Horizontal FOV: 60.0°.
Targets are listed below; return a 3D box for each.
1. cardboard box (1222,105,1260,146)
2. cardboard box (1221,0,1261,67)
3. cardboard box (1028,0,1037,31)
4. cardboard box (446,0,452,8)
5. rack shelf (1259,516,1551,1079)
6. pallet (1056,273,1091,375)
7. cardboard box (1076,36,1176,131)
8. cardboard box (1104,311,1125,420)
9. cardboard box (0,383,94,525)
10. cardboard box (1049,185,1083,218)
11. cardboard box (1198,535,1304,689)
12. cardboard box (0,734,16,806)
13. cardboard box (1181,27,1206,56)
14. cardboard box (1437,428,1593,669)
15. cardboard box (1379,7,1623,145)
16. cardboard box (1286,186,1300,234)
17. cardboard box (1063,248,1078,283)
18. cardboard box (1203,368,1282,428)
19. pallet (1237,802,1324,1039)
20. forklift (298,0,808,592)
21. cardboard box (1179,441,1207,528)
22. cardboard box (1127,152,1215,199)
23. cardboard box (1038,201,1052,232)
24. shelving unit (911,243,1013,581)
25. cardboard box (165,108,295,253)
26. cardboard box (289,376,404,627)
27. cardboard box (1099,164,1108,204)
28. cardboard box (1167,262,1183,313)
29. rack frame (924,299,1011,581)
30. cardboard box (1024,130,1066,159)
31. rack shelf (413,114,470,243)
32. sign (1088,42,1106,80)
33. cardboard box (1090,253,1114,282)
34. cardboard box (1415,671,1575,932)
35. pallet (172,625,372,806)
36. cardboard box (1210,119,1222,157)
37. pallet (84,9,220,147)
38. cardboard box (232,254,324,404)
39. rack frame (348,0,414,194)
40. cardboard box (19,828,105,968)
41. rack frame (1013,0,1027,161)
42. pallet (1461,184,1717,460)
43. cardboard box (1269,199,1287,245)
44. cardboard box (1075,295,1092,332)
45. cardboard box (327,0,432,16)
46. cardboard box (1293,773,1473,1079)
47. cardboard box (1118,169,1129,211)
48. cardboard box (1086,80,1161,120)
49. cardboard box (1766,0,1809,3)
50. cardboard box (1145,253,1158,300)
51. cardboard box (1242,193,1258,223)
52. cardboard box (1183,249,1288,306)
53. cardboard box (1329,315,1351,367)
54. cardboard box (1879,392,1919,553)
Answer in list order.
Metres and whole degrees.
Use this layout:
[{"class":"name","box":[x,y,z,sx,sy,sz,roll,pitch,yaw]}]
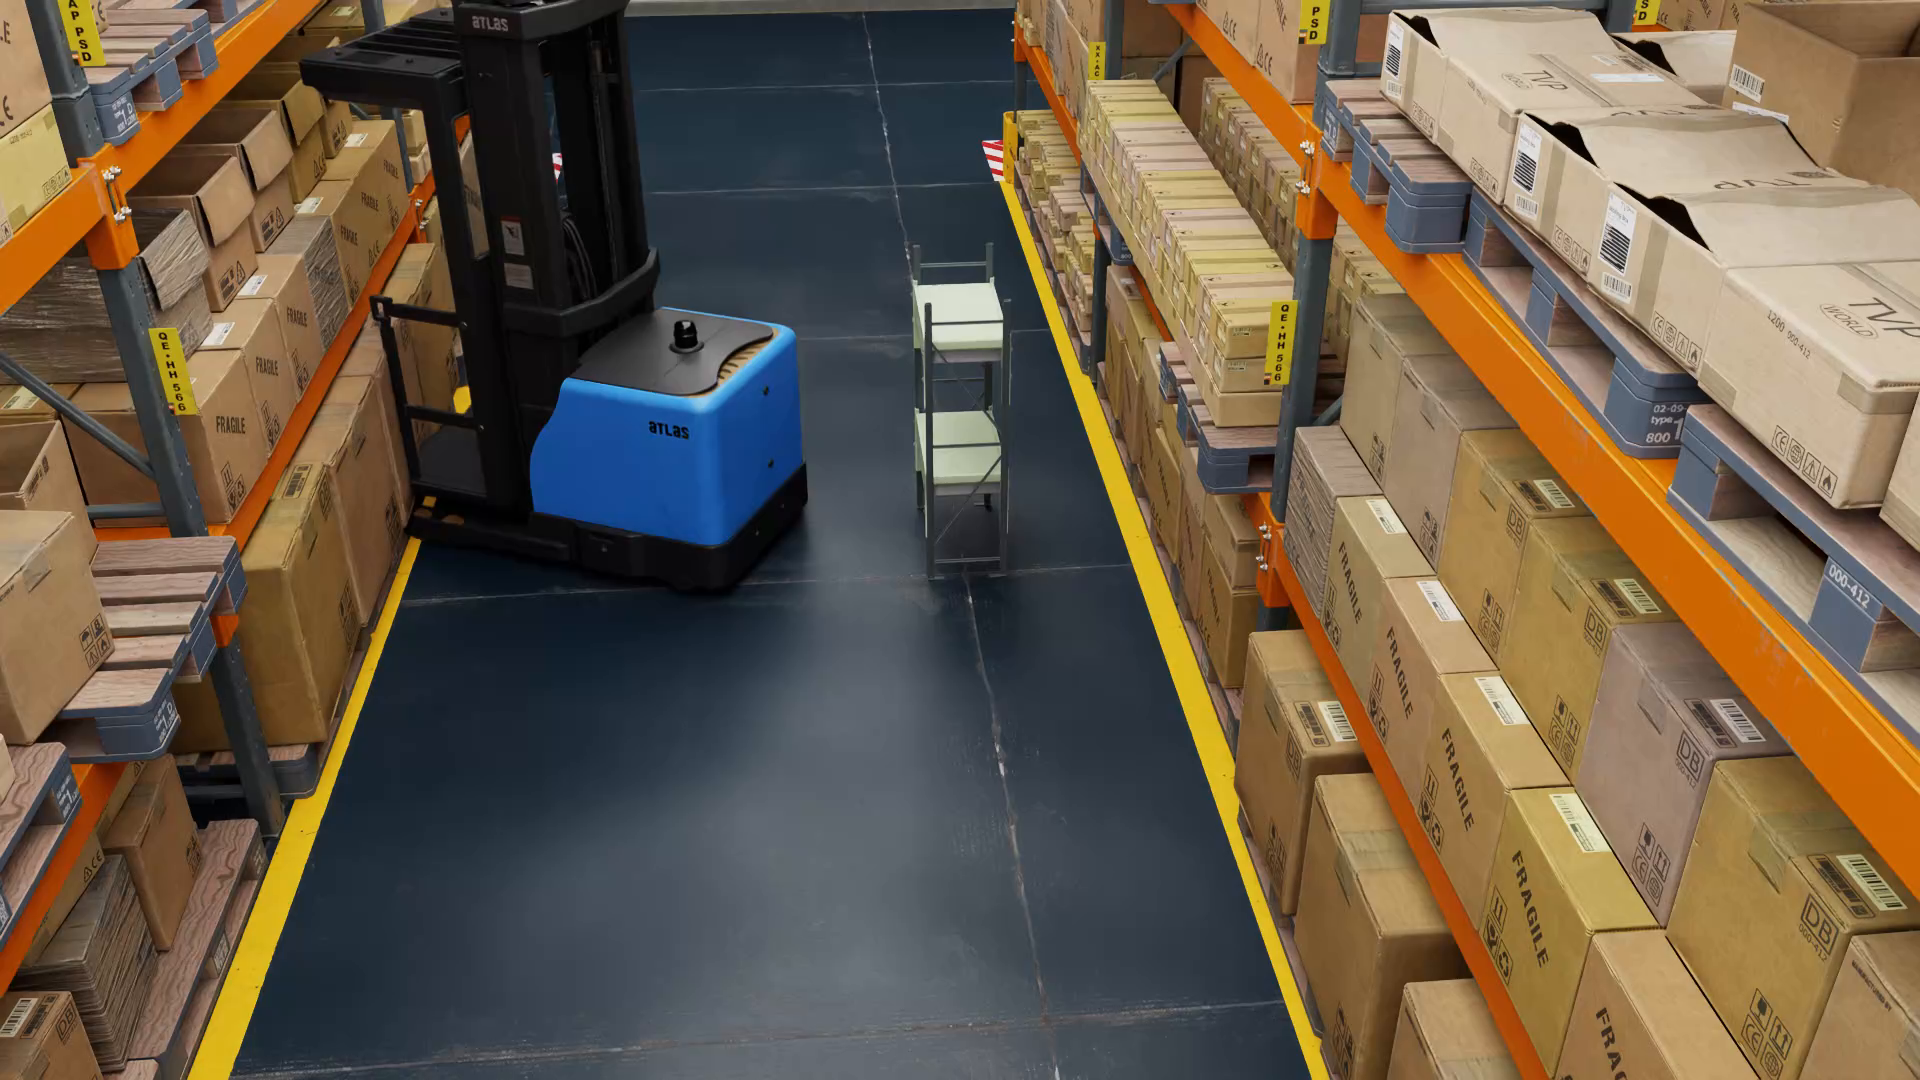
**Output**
[{"class":"cardboard box","box":[1.596,-2.177,8.725,0.380,0.149,0.250,-4,31,-6]},{"class":"cardboard box","box":[1.324,-2.137,6.379,0.500,0.500,0.500,-3,31,-5]},{"class":"cardboard box","box":[0.784,-4.012,12.155,0.500,0.500,0.500,-3,31,-4]},{"class":"cardboard box","box":[-3.649,-3.740,11.942,0.500,0.250,0.500,-3,31,-5]},{"class":"rack shelf","box":[1.876,1.058,4.755,1.077,0.370,4.000,-3,31,-5]},{"class":"pallet","box":[1.218,-1.458,10.985,1.003,0.211,1.213,-3,31,-5]},{"class":"cardboard box","box":[0.989,-2.718,9.988,0.500,0.500,0.500,-3,31,-5]},{"class":"cardboard box","box":[1.121,-1.031,9.580,0.500,0.500,0.500,-2,31,-3]},{"class":"cardboard box","box":[-3.551,-0.369,6.345,0.500,0.500,0.500,-2,31,-3]},{"class":"cardboard box","box":[0.828,-2.357,11.562,0.380,0.149,0.250,-4,31,-6]},{"class":"cardboard box","box":[1.368,0.297,7.355,0.500,0.500,0.500,-3,31,-5]},{"class":"cardboard box","box":[-2.833,0.630,4.492,0.396,0.266,0.258,-4,31,-6]},{"class":"cardboard box","box":[1.516,-3.156,9.746,0.500,0.500,0.500,-2,31,-3]},{"class":"cardboard box","box":[1.820,0.006,4.743,0.700,0.500,0.500,-3,31,-5]},{"class":"cardboard box","box":[1.538,-1.365,4.764,0.500,0.311,0.500,-3,31,-5]},{"class":"cardboard box","box":[1.715,-1.516,7.618,0.380,0.149,0.250,-2,31,-3]},{"class":"cardboard box","box":[0.890,-1.817,10.948,0.380,0.149,0.250,-4,31,-6]},{"class":"cardboard box","box":[1.186,-0.574,6.622,0.380,0.149,0.250,-2,31,-4]},{"class":"pallet","box":[1.688,1.331,6.315,1.003,0.211,1.213,-3,31,-5]},{"class":"forklift","box":[-2.393,-1.462,8.339,3.031,2.935,1.130,11,33,17]},{"class":"cardboard box","box":[1.307,-0.295,7.615,0.500,0.250,0.500,-2,31,-4]},{"class":"cardboard box","box":[1.017,-1.759,8.025,0.380,0.149,0.250,-2,31,-3]},{"class":"cardboard box","box":[0.778,-2.381,12.181,0.380,0.149,0.250,-4,31,-7]},{"class":"shelving unit","box":[0.001,-0.640,8.360,0.431,1.500,0.755,-3,31,-5]},{"class":"cardboard box","box":[-3.438,-1.608,7.442,0.797,0.503,0.637,-2,31,-3]},{"class":"cardboard box","box":[-3.378,-0.163,7.760,1.225,0.875,0.875,-3,31,-4]},{"class":"cardboard box","box":[0.946,-1.894,8.832,0.380,0.149,0.250,-3,31,-4]},{"class":"cardboard box","box":[1.113,-1.101,7.213,0.380,0.149,0.250,-3,31,-4]},{"class":"rack frame","box":[0.035,-0.454,8.047,0.400,1.500,0.023,-3,31,-5]},{"class":"cardboard box","box":[0.694,-3.015,12.662,0.380,0.149,0.250,-3,31,-5]},{"class":"rack shelf","box":[-3.819,-2.840,11.282,1.077,0.370,4.000,-3,31,-5]},{"class":"sign","box":[0.776,-2.656,9.427,0.100,0.325,0.005,-3,31,-5]},{"class":"cardboard box","box":[1.023,-1.695,10.453,0.380,0.149,0.250,-2,31,-3]},{"class":"cardboard box","box":[1.604,0.699,4.558,0.500,0.500,0.500,-3,31,-5]},{"class":"pallet","box":[-3.257,0.705,7.364,1.003,0.211,1.213,-3,31,-5]},{"class":"cardboard box","box":[1.575,-2.186,9.030,0.380,0.149,0.250,-3,31,-4]},{"class":"pallet","box":[-3.371,-1.619,5.794,1.213,0.211,1.003,-1,31,-2]},{"class":"cardboard box","box":[-3.134,-0.915,7.259,0.500,0.500,0.500,-3,31,-5]},{"class":"rack frame","box":[-3.632,-2.128,9.388,1.000,3.000,0.127,-3,31,-5]},{"class":"cardboard box","box":[-3.106,1.087,5.282,0.500,0.250,0.500,1,31,1]},{"class":"rack frame","box":[0.942,-4.356,13.118,1.000,3.000,0.127,-3,31,-5]},{"class":"pallet","box":[1.910,-0.582,4.058,1.003,0.211,1.213,-1,31,-2]},{"class":"cardboard box","box":[1.693,-1.523,7.921,0.380,0.149,0.250,-2,31,-3]},{"class":"cardboard box","box":[0.940,-1.454,10.630,0.380,0.149,0.250,-2,31,-4]},{"class":"cardboard box","box":[-3.460,-3.022,10.009,0.500,0.500,0.500,-3,31,-5]},{"class":"cardboard box","box":[1.742,1.275,5.475,1.050,0.750,0.750,-2,31,-4]},{"class":"cardboard box","box":[0.998,-1.757,8.311,0.380,0.149,0.250,-2,31,-3]},{"class":"cardboard box","box":[0.895,-2.419,9.130,0.380,0.149,0.250,-1,31,-2]},{"class":"cardboard box","box":[5.820,-3.822,11.150,0.500,0.500,0.500,-2,31,-4]},{"class":"cardboard box","box":[1.071,-1.229,7.718,0.380,0.149,0.250,-2,31,-3]},{"class":"cardboard box","box":[1.651,-1.664,8.446,0.380,0.149,0.250,-4,31,-7]},{"class":"cardboard box","box":[1.142,-1.090,6.905,0.380,0.149,0.250,-2,31,-3]},{"class":"cardboard box","box":[1.798,-0.857,7.095,0.380,0.149,0.250,-1,31,-2]},{"class":"cardboard box","box":[1.838,-0.029,2.588,0.500,0.250,0.500,-2,31,-4]}]
